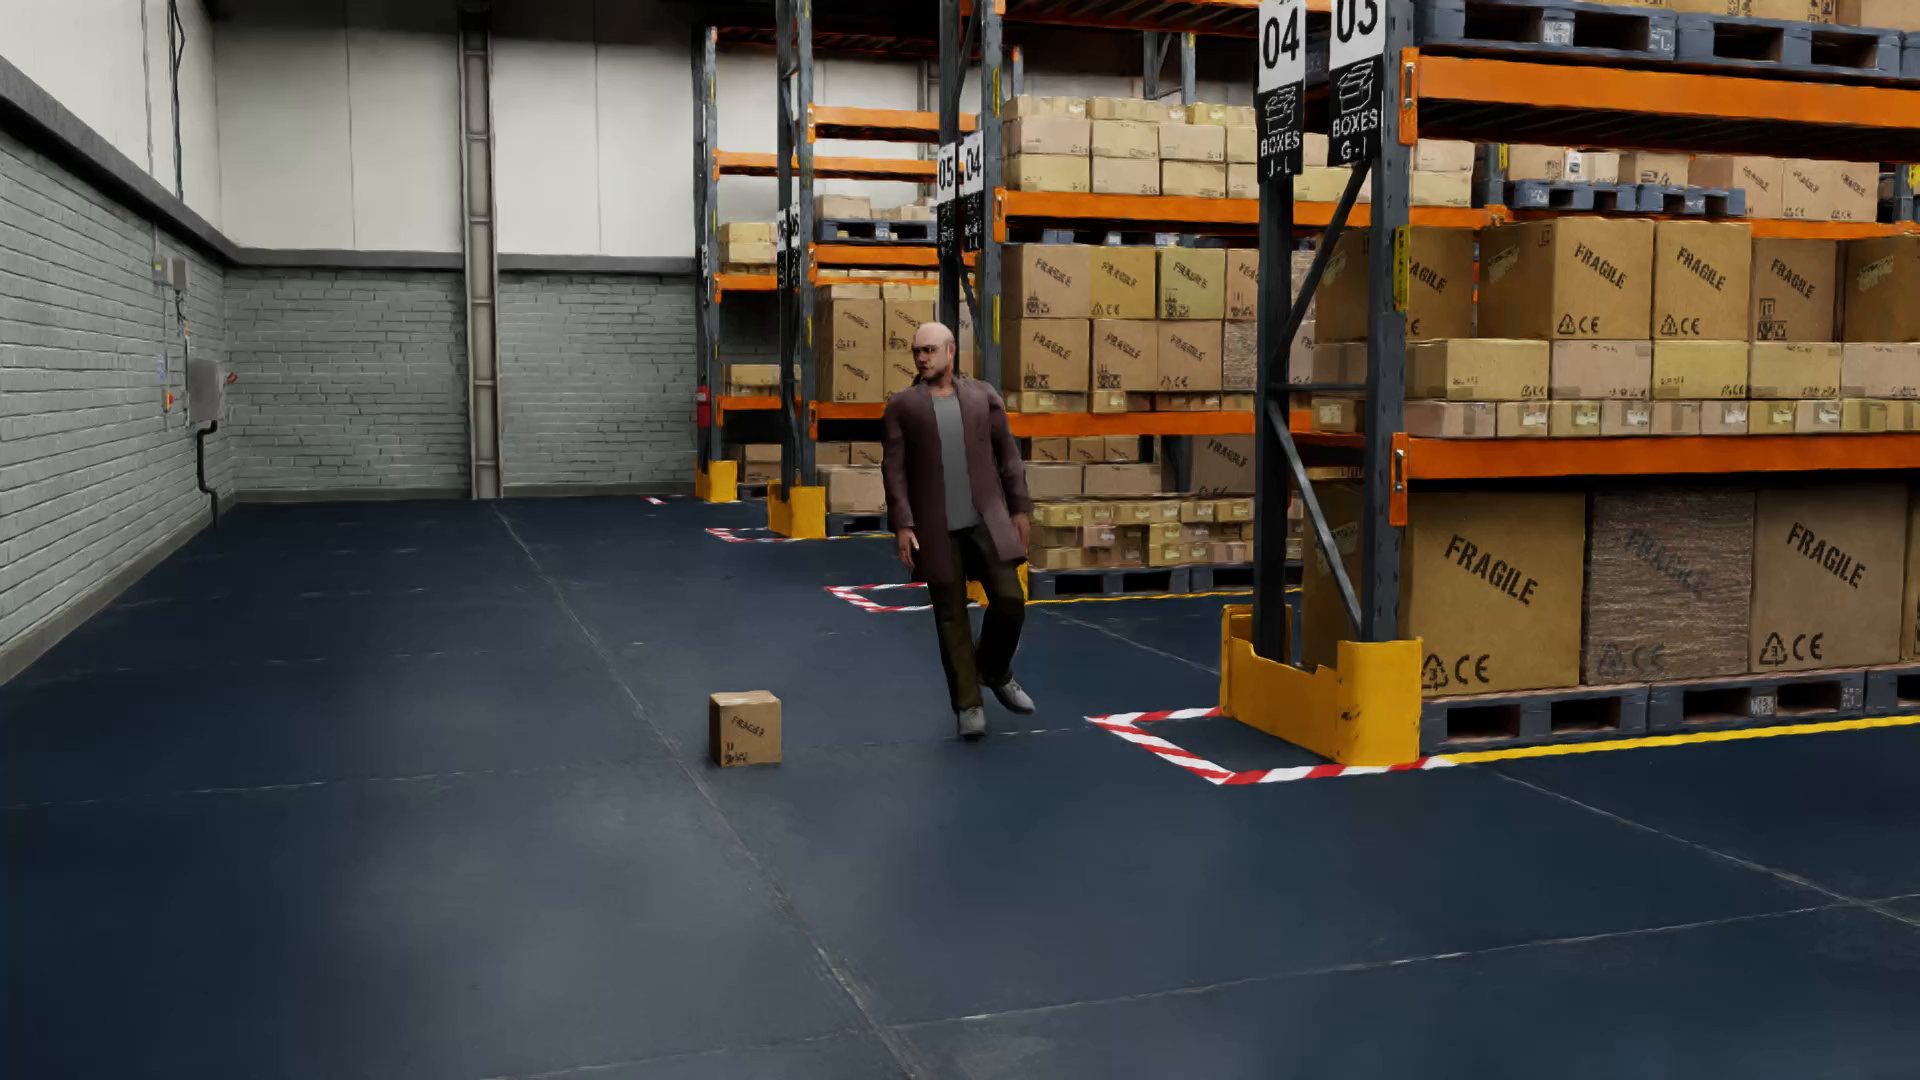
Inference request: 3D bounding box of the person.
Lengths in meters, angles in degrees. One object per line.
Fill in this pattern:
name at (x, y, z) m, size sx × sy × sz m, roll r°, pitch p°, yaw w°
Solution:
person at (0.005, -0.054, 7.200) m, size 0.677 × 1.771 × 0.528 m, roll -1°, pitch 6°, yaw -7°
